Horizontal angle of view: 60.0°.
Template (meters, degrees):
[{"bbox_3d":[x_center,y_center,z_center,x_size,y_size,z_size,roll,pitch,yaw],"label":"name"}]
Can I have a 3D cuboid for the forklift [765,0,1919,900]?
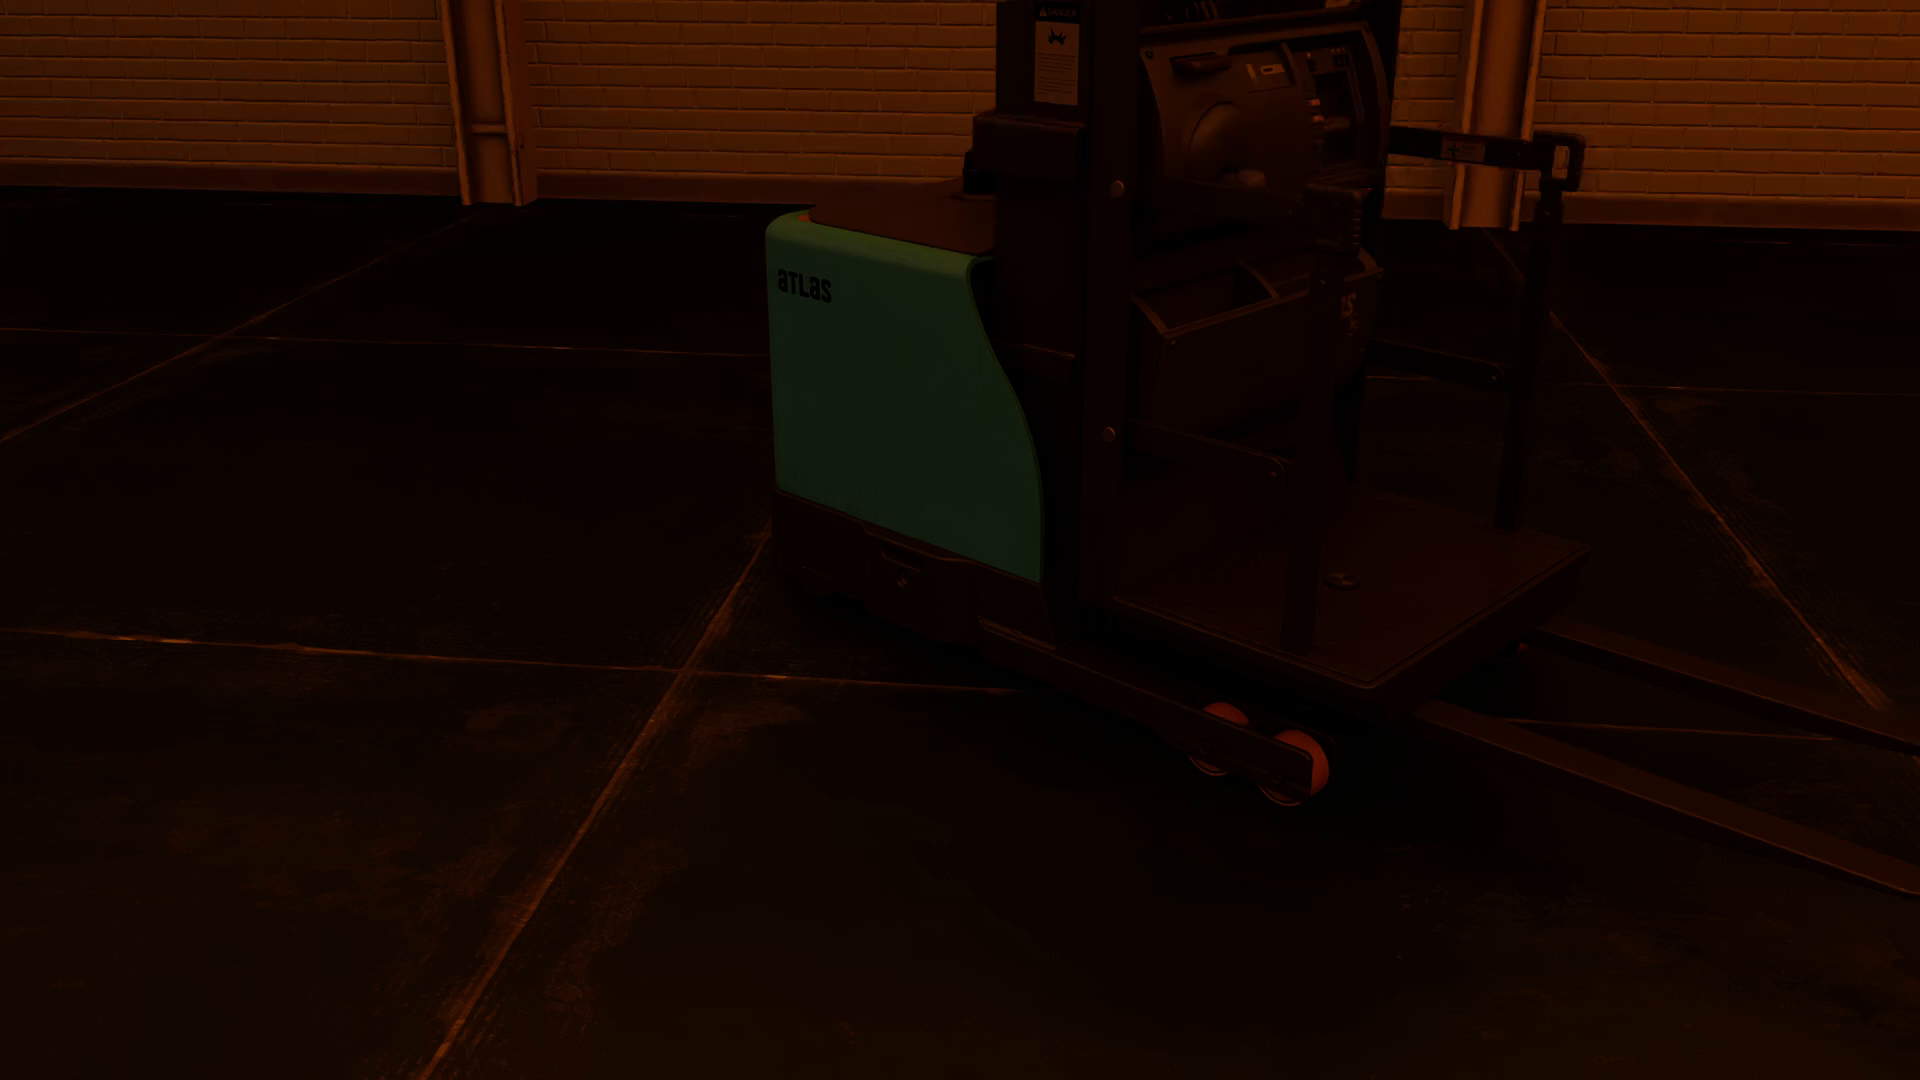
[{"bbox_3d":[0.876,-0.987,3.703,3.031,2.935,1.130,19,29,40],"label":"forklift"}]
